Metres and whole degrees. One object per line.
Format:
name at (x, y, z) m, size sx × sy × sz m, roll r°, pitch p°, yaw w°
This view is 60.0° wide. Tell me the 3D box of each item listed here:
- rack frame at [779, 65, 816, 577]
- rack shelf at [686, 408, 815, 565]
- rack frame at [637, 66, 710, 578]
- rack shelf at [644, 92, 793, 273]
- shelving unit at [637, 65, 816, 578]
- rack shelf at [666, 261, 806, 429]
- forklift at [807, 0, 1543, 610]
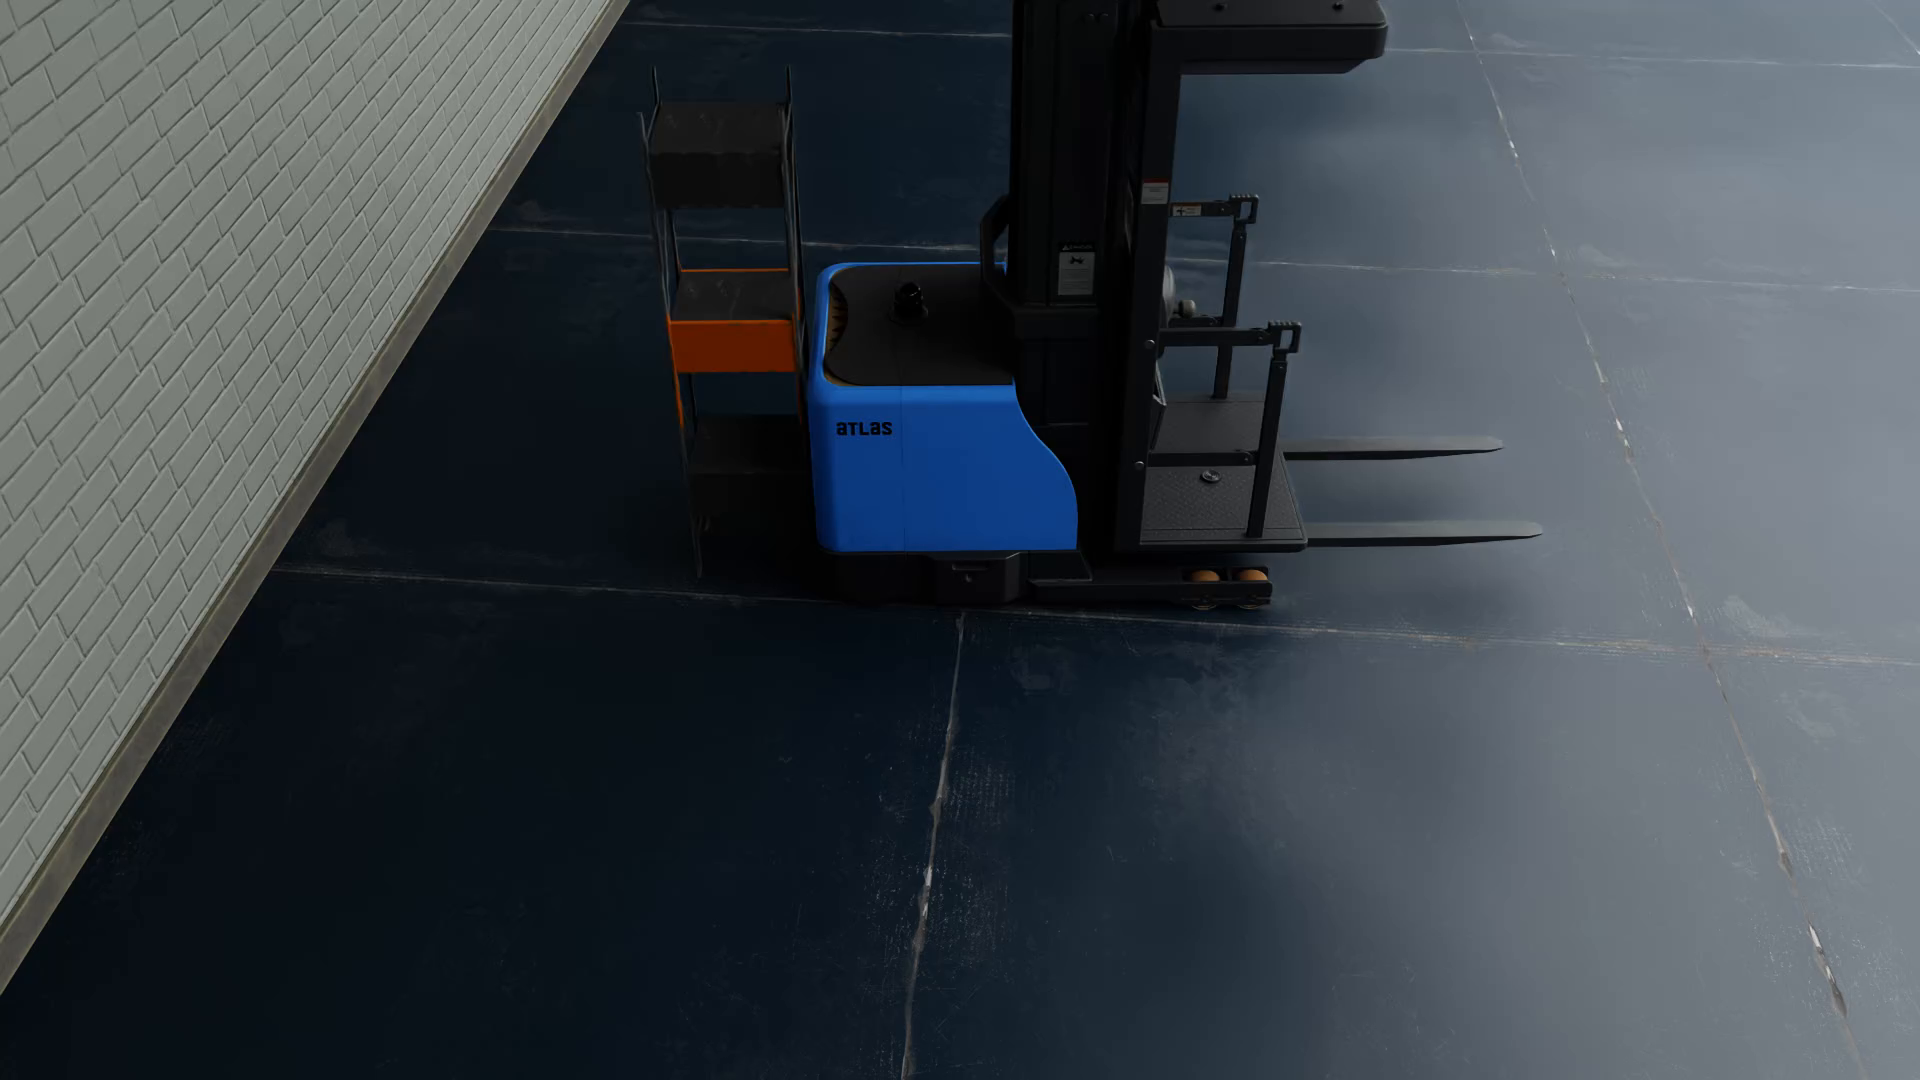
rack frame at (-0.622, -0.784, 6.550) m, size 0.015 × 2.100 × 0.400 m, roll -1°, pitch 39°, yaw -1°
rack shelf at (-0.866, -0.228, 6.997) m, size 0.480 × 0.518 × 0.431 m, roll -1°, pitch 39°, yaw -1°
rack frame at (-1.110, -0.778, 6.543) m, size 0.015 × 2.100 × 0.400 m, roll -1°, pitch 39°, yaw -1°
rack shelf at (-0.866, -1.314, 6.113) m, size 0.480 × 0.518 × 0.431 m, roll -1°, pitch 39°, yaw -1°
shelving unit at (-0.866, -0.781, 6.547) m, size 0.503 × 2.100 × 0.431 m, roll -1°, pitch 39°, yaw -1°
rack shelf at (-0.866, -0.771, 6.555) m, size 0.480 × 0.518 × 0.431 m, roll -1°, pitch 39°, yaw -1°
forklift at (0.912, -1.184, 6.383) m, size 3.031 × 2.935 × 1.130 m, roll -1°, pitch 39°, yaw -1°
